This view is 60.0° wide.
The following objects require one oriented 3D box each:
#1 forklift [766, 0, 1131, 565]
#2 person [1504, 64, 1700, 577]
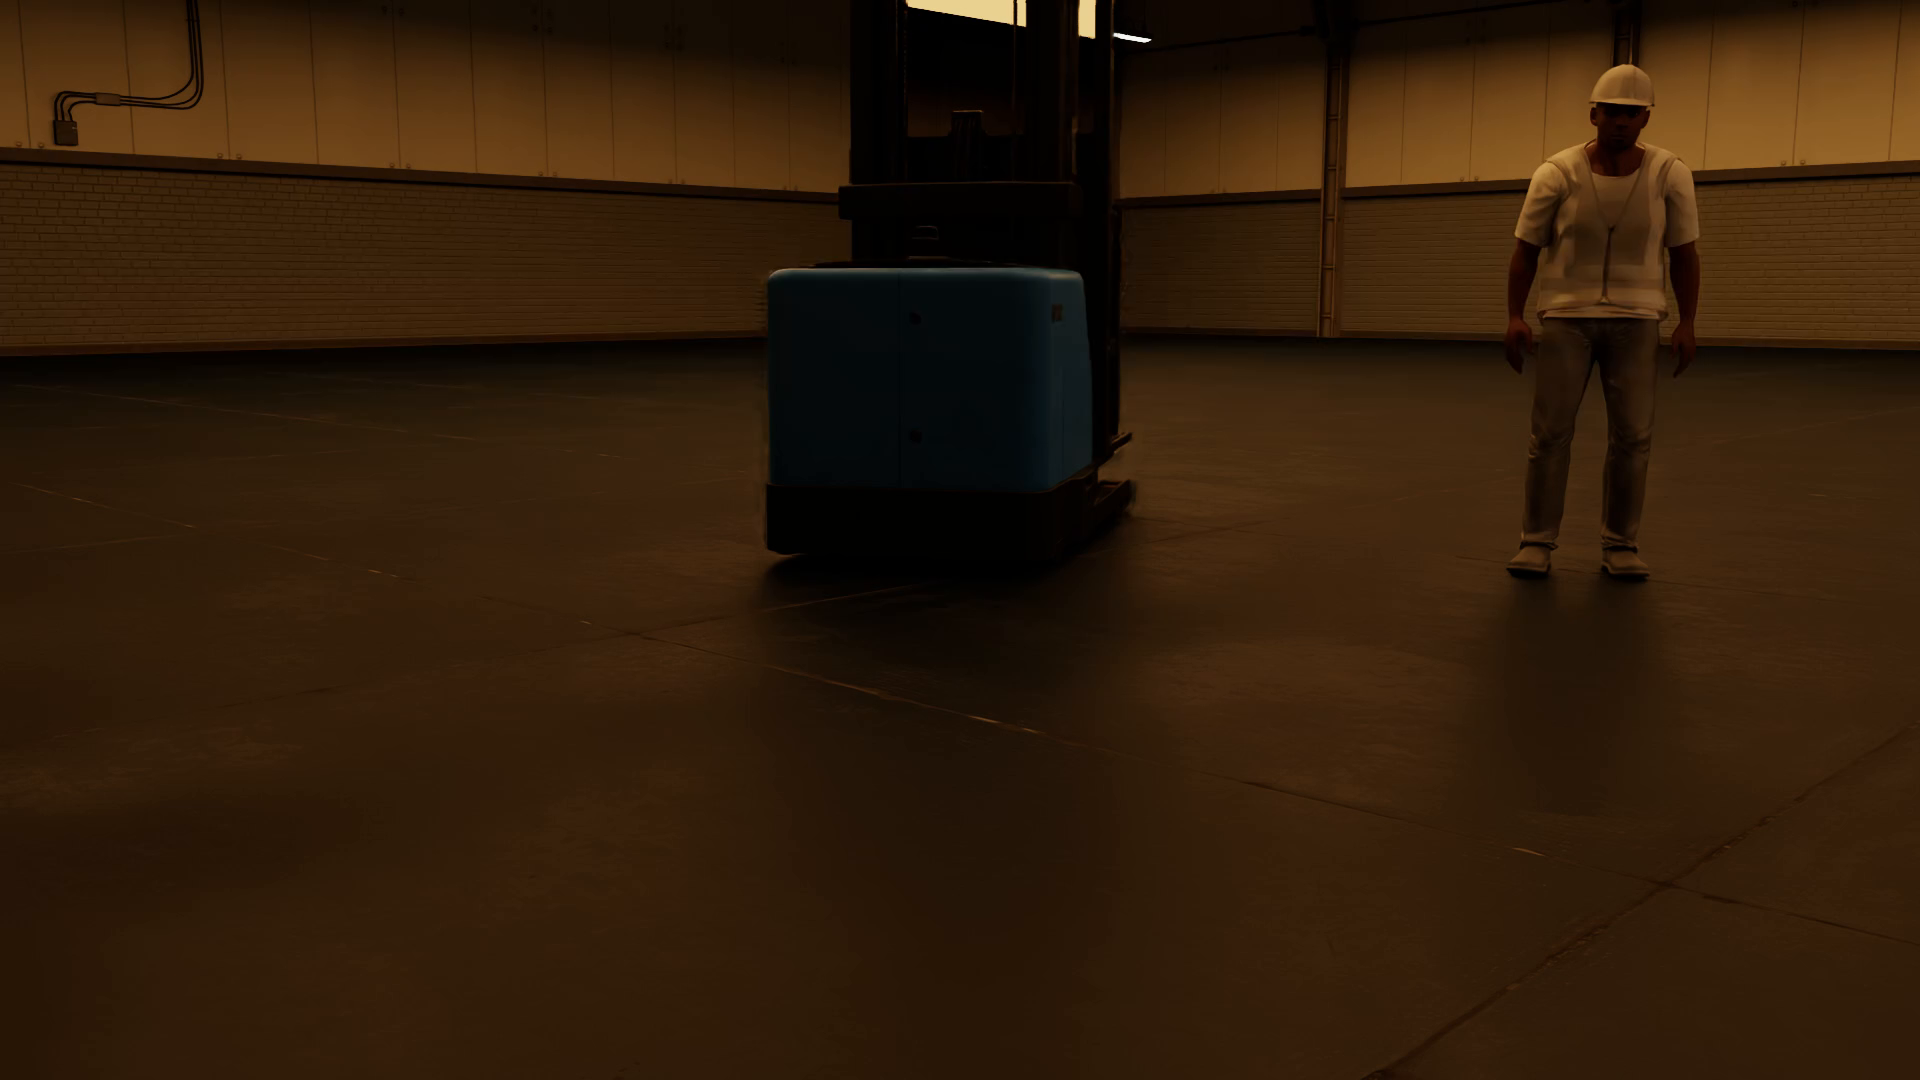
[{"bbox_3d":[0.142,-1.538,7.086,1.130,2.935,3.031,2,9,13],"label":"forklift"},{"bbox_3d":[2.240,-0.752,5.818,0.636,1.759,0.460,2,9,16],"label":"person"}]
